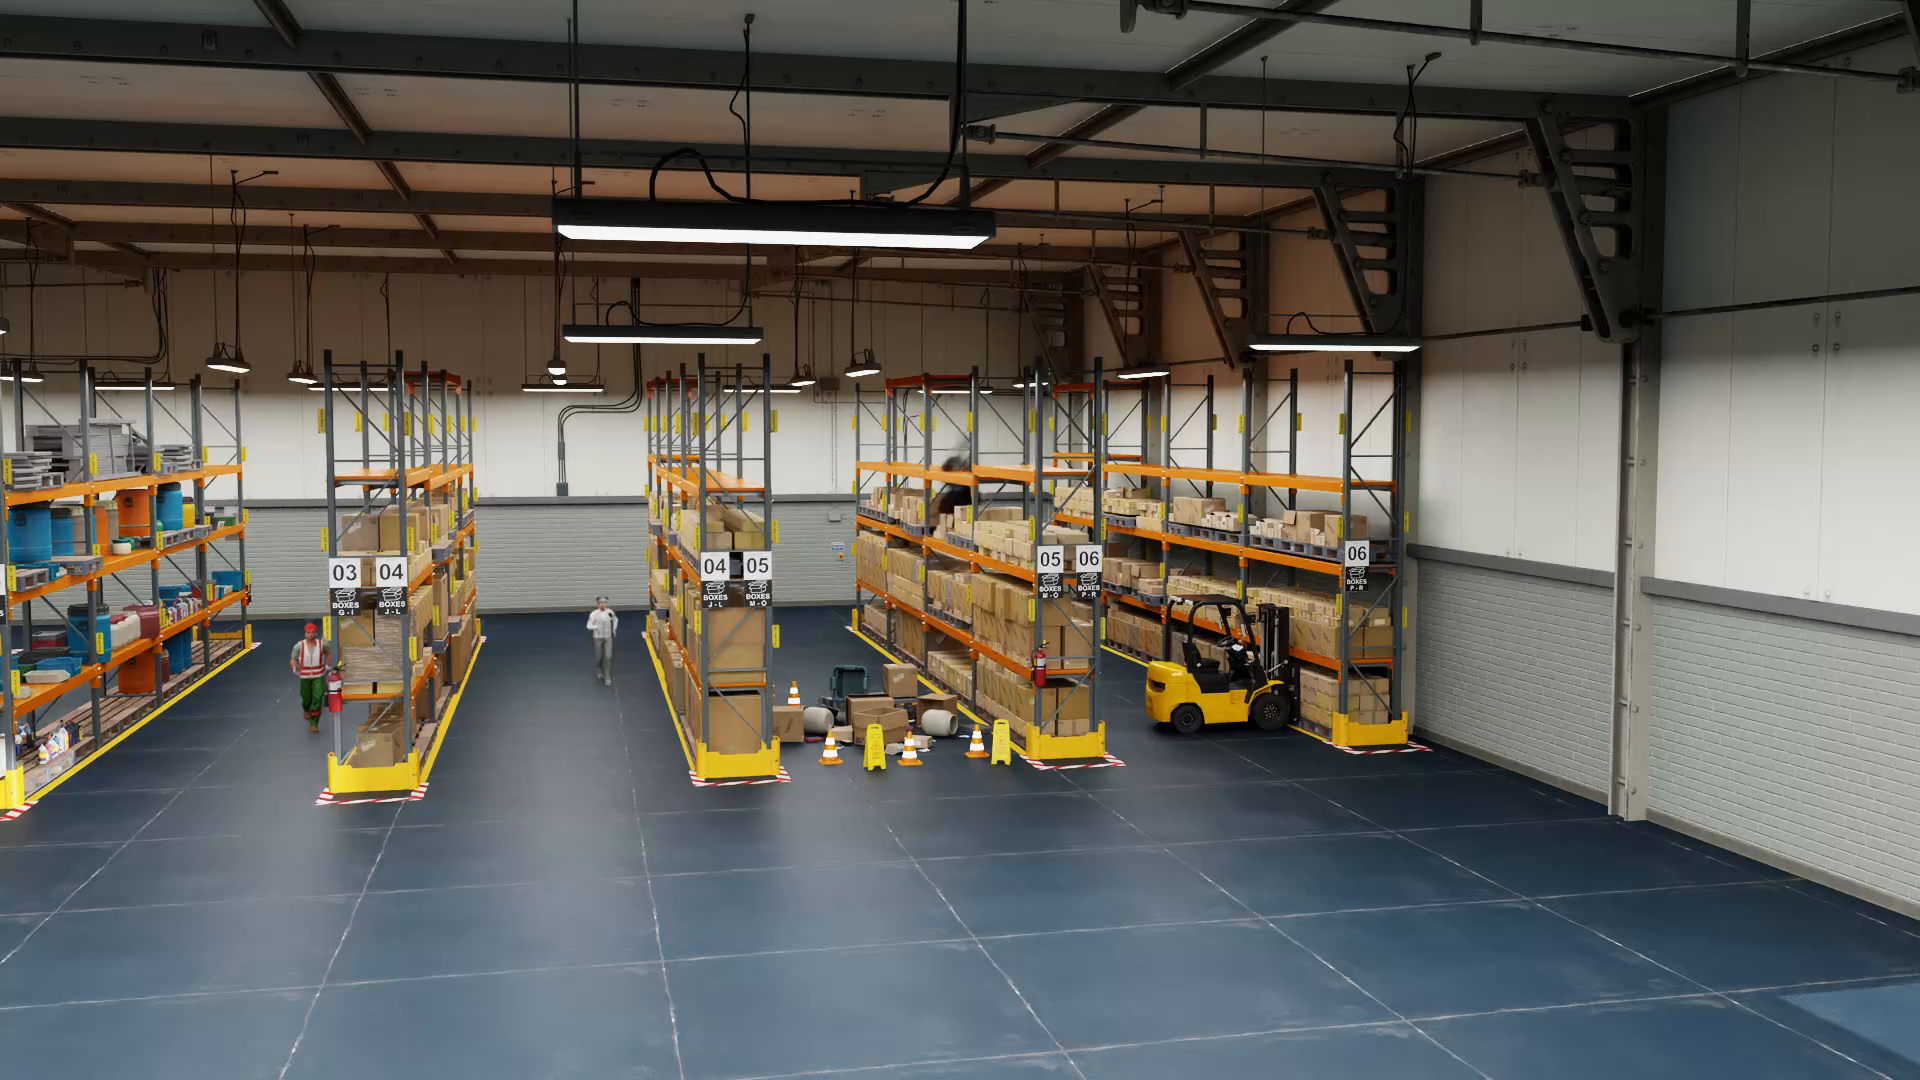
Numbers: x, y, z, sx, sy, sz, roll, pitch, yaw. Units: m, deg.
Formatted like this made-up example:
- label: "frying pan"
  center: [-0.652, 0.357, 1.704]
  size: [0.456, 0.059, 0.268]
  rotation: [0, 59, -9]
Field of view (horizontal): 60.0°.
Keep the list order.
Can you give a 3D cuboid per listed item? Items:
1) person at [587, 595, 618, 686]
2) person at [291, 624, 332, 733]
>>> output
- label: "person"
  center: [-6.867, 1.910, 32.010]
  size: [0.612, 1.697, 0.920]
  rotation: [-1, 4, -18]
- label: "person"
  center: [-10.602, 2.230, 27.216]
  size: [0.643, 1.758, 0.873]
  rotation: [-2, 4, -23]
